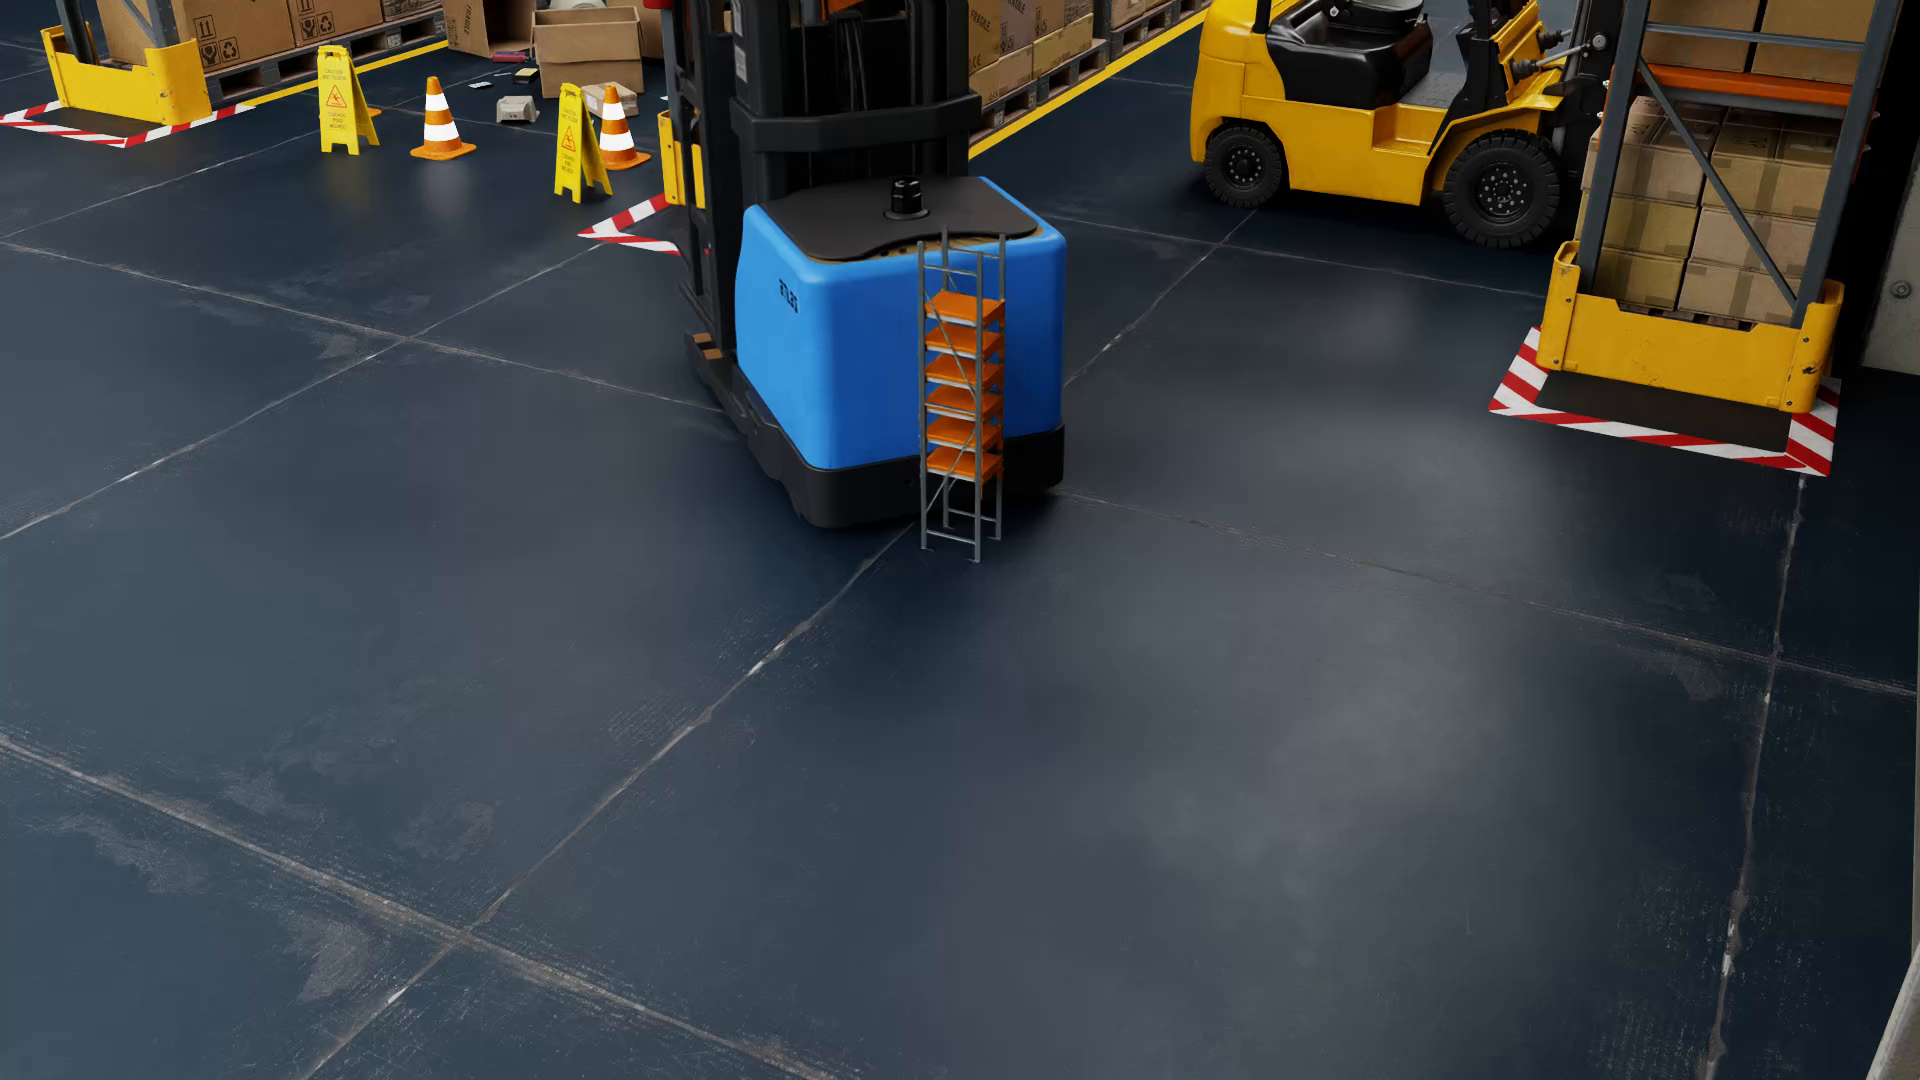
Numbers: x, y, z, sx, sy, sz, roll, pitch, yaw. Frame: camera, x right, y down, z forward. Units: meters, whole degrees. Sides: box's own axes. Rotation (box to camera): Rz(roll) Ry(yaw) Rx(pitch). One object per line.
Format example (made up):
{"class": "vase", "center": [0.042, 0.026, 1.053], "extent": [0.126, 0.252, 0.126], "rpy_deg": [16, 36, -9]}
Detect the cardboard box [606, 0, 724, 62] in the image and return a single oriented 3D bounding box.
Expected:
{"class": "cardboard box", "center": [-2.212, -3.926, 12.445], "extent": [0.797, 0.637, 0.503], "rpy_deg": [14, 33, 23]}

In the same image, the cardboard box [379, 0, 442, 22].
{"class": "cardboard box", "center": [-4.563, -4.629, 13.011], "extent": [0.875, 0.875, 0.875], "rpy_deg": [15, 33, 24]}

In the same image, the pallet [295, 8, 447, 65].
{"class": "pallet", "center": [-4.778, -3.960, 12.934], "extent": [1.003, 0.211, 1.213], "rpy_deg": [14, 33, 23]}

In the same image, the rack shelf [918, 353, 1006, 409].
{"class": "rack shelf", "center": [0.007, -0.566, 5.880], "extent": [0.258, 0.103, 0.180], "rpy_deg": [14, 33, 22]}

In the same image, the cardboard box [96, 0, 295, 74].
{"class": "cardboard box", "center": [-5.379, -3.835, 11.628], "extent": [0.875, 0.875, 0.875], "rpy_deg": [14, 33, 24]}

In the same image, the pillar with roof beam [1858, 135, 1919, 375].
{"class": "pillar with roof beam", "center": [0.531, -5.738, 7.206], "extent": [9.100, 9.000, 0.400], "rpy_deg": [14, 33, 23]}

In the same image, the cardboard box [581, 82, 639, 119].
{"class": "cardboard box", "center": [-2.378, -2.983, 11.295], "extent": [0.250, 0.149, 0.380], "rpy_deg": [-18, 34, -28]}

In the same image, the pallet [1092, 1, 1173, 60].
{"class": "pallet", "center": [0.999, -4.090, 13.160], "extent": [1.003, 0.211, 1.213], "rpy_deg": [14, 33, 23]}

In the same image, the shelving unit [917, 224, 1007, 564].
{"class": "shelving unit", "center": [0.007, -0.501, 5.917], "extent": [0.258, 1.200, 0.189], "rpy_deg": [14, 33, 22]}

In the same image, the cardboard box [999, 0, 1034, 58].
{"class": "cardboard box", "center": [0.153, -3.493, 10.907], "extent": [0.500, 0.500, 0.500], "rpy_deg": [16, 34, 26]}

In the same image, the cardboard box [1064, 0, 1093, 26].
{"class": "cardboard box", "center": [0.615, -3.945, 11.695], "extent": [0.500, 0.500, 0.500], "rpy_deg": [14, 33, 23]}

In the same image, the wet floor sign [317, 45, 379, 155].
{"class": "wet floor sign", "center": [-3.880, -2.775, 10.435], "extent": [0.267, 0.644, 0.232], "rpy_deg": [9, 31, 15]}

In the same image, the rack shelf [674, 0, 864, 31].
{"class": "rack shelf", "center": [-0.266, -3.755, 10.499], "extent": [1.077, 0.370, 4.000], "rpy_deg": [14, 33, 23]}

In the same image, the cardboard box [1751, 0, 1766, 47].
{"class": "cardboard box", "center": [3.479, -2.605, 7.674], "extent": [0.500, 0.500, 0.500], "rpy_deg": [15, 33, 25]}

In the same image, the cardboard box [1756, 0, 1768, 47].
{"class": "cardboard box", "center": [3.934, -2.492, 7.477], "extent": [0.500, 0.500, 0.500], "rpy_deg": [15, 33, 25]}

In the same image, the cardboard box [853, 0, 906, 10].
{"class": "cardboard box", "center": [-0.319, -3.034, 10.107], "extent": [0.500, 0.500, 0.500], "rpy_deg": [13, 32, 21]}

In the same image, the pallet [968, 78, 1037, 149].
{"class": "pallet", "center": [-0.184, -2.896, 11.081], "extent": [1.003, 0.211, 1.213], "rpy_deg": [14, 33, 23]}

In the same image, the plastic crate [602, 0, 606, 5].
{"class": "plastic crate", "center": [-2.720, -4.463, 13.776], "extent": [0.662, 0.188, 0.450], "rpy_deg": [-18, 24, -28]}

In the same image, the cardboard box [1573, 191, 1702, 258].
{"class": "cardboard box", "center": [3.187, -1.549, 7.773], "extent": [0.500, 0.250, 0.500], "rpy_deg": [14, 33, 23]}

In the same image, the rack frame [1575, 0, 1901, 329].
{"class": "rack frame", "center": [3.244, -2.056, 6.818], "extent": [1.000, 3.000, 0.127], "rpy_deg": [14, 33, 23]}

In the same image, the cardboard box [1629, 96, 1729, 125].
{"class": "cardboard box", "center": [3.403, -1.982, 8.024], "extent": [0.500, 0.250, 0.500], "rpy_deg": [15, 33, 24]}

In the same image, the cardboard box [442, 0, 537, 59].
{"class": "cardboard box", "center": [-3.601, -4.028, 12.759], "extent": [0.500, 0.500, 0.500], "rpy_deg": [21, 36, 32]}

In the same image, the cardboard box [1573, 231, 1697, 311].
{"class": "cardboard box", "center": [3.176, -1.326, 7.886], "extent": [0.500, 0.250, 0.500], "rpy_deg": [15, 33, 24]}

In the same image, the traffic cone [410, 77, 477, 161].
{"class": "traffic cone", "center": [-3.272, -2.665, 10.425], "extent": [0.336, 0.463, 0.334], "rpy_deg": [14, 33, 23]}

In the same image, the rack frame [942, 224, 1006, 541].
{"class": "rack frame", "center": [0.046, -0.542, 5.989], "extent": [0.240, 1.200, 0.006], "rpy_deg": [14, 33, 22]}

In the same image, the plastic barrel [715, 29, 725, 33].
{"class": "plastic barrel", "center": [-1.584, -3.322, 11.610], "extent": [0.421, 0.421, 0.512], "rpy_deg": [-12, 32, -20]}

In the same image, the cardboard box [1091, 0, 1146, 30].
{"class": "cardboard box", "center": [0.882, -4.229, 12.820], "extent": [0.950, 0.372, 0.625], "rpy_deg": [15, 33, 24]}

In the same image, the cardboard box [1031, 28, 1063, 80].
{"class": "cardboard box", "center": [0.382, -3.382, 11.466], "extent": [0.500, 0.250, 0.500], "rpy_deg": [13, 32, 22]}

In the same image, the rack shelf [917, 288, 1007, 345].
{"class": "rack shelf", "center": [0.007, -0.775, 5.760], "extent": [0.258, 0.103, 0.180], "rpy_deg": [14, 33, 22]}

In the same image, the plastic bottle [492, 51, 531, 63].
{"class": "plastic bottle", "center": [-3.361, -3.636, 12.521], "extent": [0.283, 0.061, 0.133], "rpy_deg": [4, 30, 6]}

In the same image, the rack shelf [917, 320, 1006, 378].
{"class": "rack shelf", "center": [0.007, -0.670, 5.820], "extent": [0.258, 0.103, 0.180], "rpy_deg": [14, 33, 22]}

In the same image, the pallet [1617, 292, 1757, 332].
{"class": "pallet", "center": [3.555, -1.195, 8.119], "extent": [1.003, 0.211, 1.213], "rpy_deg": [14, 33, 23]}

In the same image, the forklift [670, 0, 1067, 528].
{"class": "forklift", "center": [-0.614, -2.032, 6.846], "extent": [1.130, 2.935, 3.031], "rpy_deg": [-11, 32, -19]}

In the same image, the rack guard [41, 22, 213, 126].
{"class": "rack guard", "center": [-5.640, -3.164, 11.257], "extent": [1.175, 0.500, 0.348], "rpy_deg": [14, 33, 23]}

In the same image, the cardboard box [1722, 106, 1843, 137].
{"class": "cardboard box", "center": [3.855, -1.872, 7.833], "extent": [0.500, 0.250, 0.500], "rpy_deg": [14, 33, 23]}

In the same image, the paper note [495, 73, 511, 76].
{"class": "paper note", "center": [-3.349, -3.411, 12.179], "extent": [0.123, 0.001, 0.032], "rpy_deg": [-18, 34, -28]}

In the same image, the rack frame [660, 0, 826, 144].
{"class": "rack frame", "center": [-1.177, -3.180, 8.776], "extent": [1.000, 3.000, 0.127], "rpy_deg": [14, 33, 23]}

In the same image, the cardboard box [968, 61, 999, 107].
{"class": "cardboard box", "center": [-0.087, -2.934, 10.687], "extent": [0.500, 0.250, 0.500], "rpy_deg": [17, 34, 27]}

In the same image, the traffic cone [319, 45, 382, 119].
{"class": "traffic cone", "center": [-4.123, -3.072, 11.134], "extent": [0.336, 0.463, 0.334], "rpy_deg": [14, 33, 23]}

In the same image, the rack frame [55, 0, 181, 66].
{"class": "rack frame", "center": [-5.630, -4.258, 10.653], "extent": [1.000, 3.000, 0.127], "rpy_deg": [14, 33, 23]}
